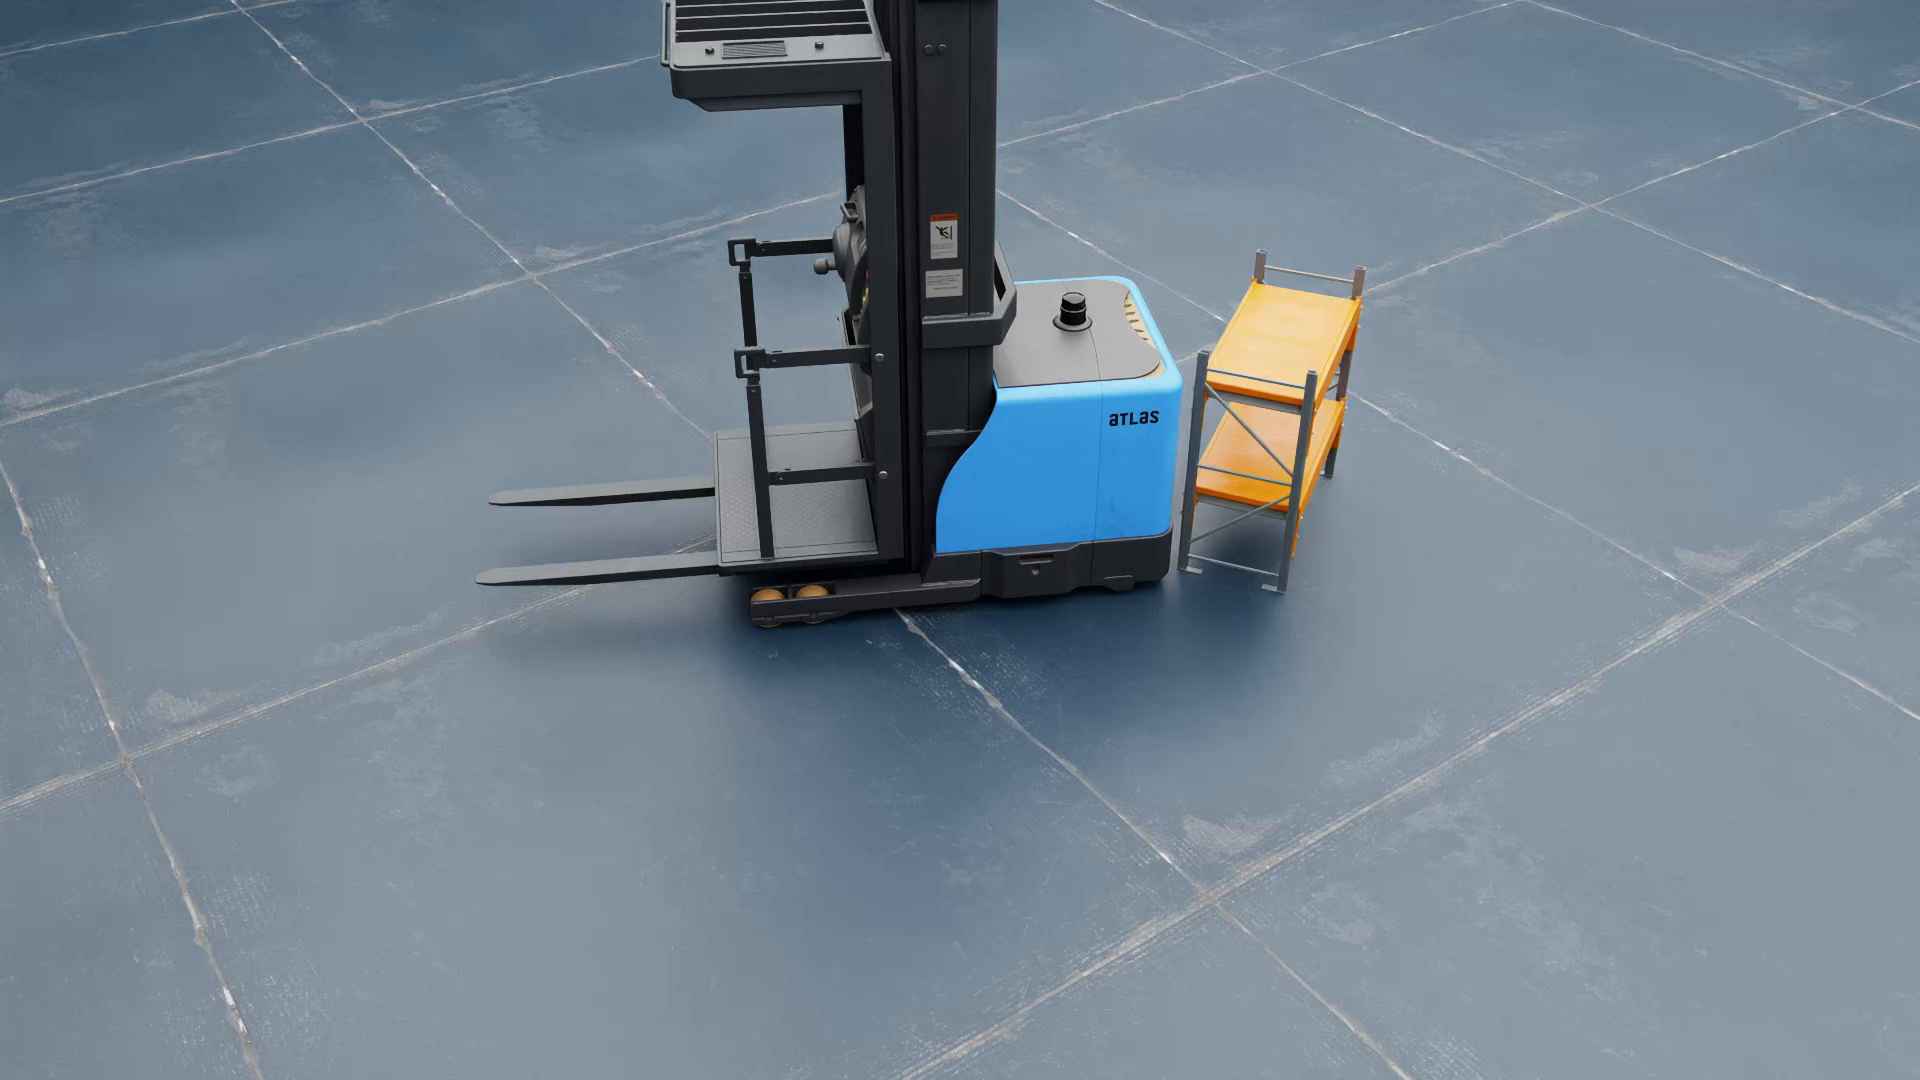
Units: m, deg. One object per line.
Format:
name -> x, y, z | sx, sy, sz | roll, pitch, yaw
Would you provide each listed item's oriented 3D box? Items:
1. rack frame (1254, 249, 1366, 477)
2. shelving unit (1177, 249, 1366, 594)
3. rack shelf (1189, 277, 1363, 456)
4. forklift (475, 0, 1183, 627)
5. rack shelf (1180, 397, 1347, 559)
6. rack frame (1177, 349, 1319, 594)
rack frame -> 1.606, -0.827, 7.937 | 0.500, 1.125, 0.032 | 13, 38, 18
shelving unit -> 1.415, -0.552, 7.554 | 0.538, 1.125, 1.048 | 13, 38, 18
rack shelf -> 1.415, -0.790, 7.384 | 0.538, 0.278, 1.000 | 13, 38, 18
forklift -> -0.621, -1.140, 6.825 | 3.031, 2.935, 1.130 | -5, 36, -6
rack shelf -> 1.415, -0.354, 7.697 | 0.538, 0.278, 1.000 | 13, 38, 18
rack frame -> 1.225, -0.277, 7.172 | 0.500, 1.125, 0.032 | 13, 38, 18
